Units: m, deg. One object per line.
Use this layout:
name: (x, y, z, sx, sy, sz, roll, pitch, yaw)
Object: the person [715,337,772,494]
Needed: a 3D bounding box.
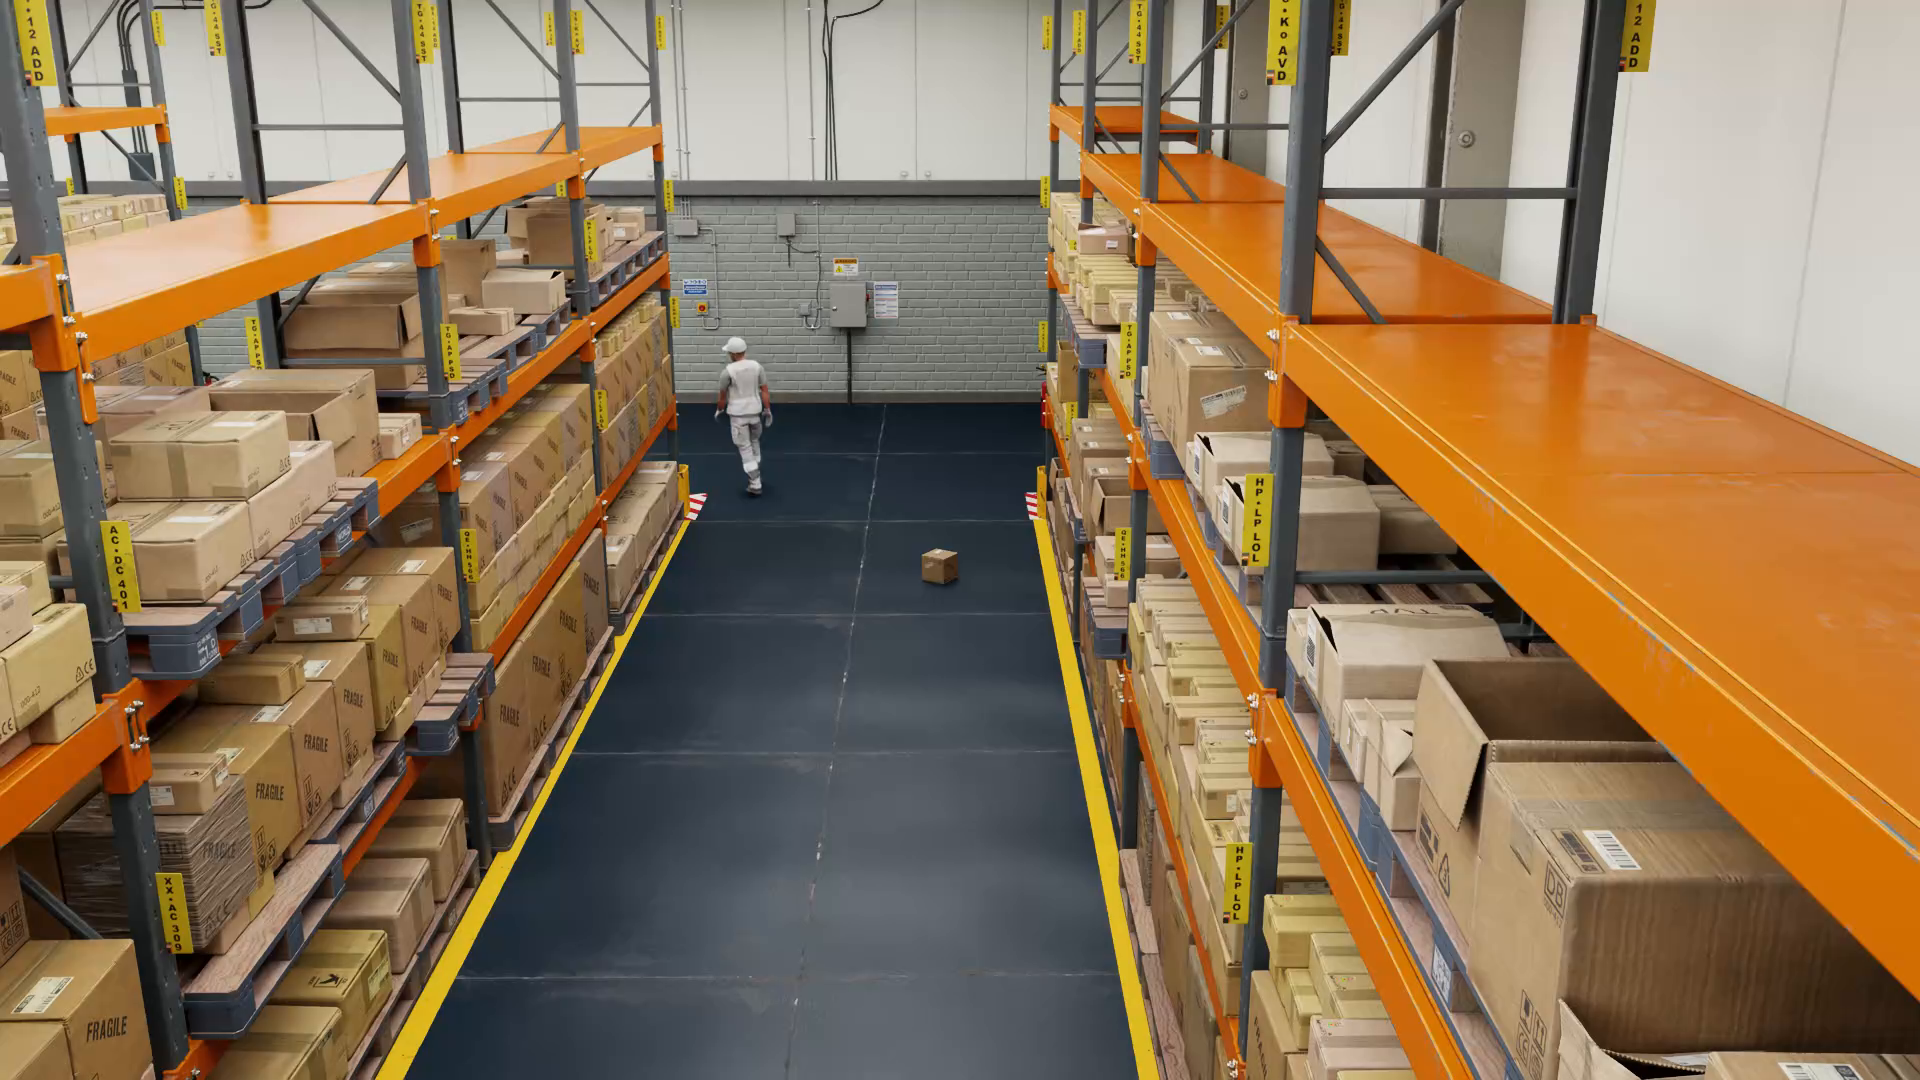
person: (-2.454, -1.427, 18.779, 0.614, 1.774, 0.817, -11, 20, -32)
